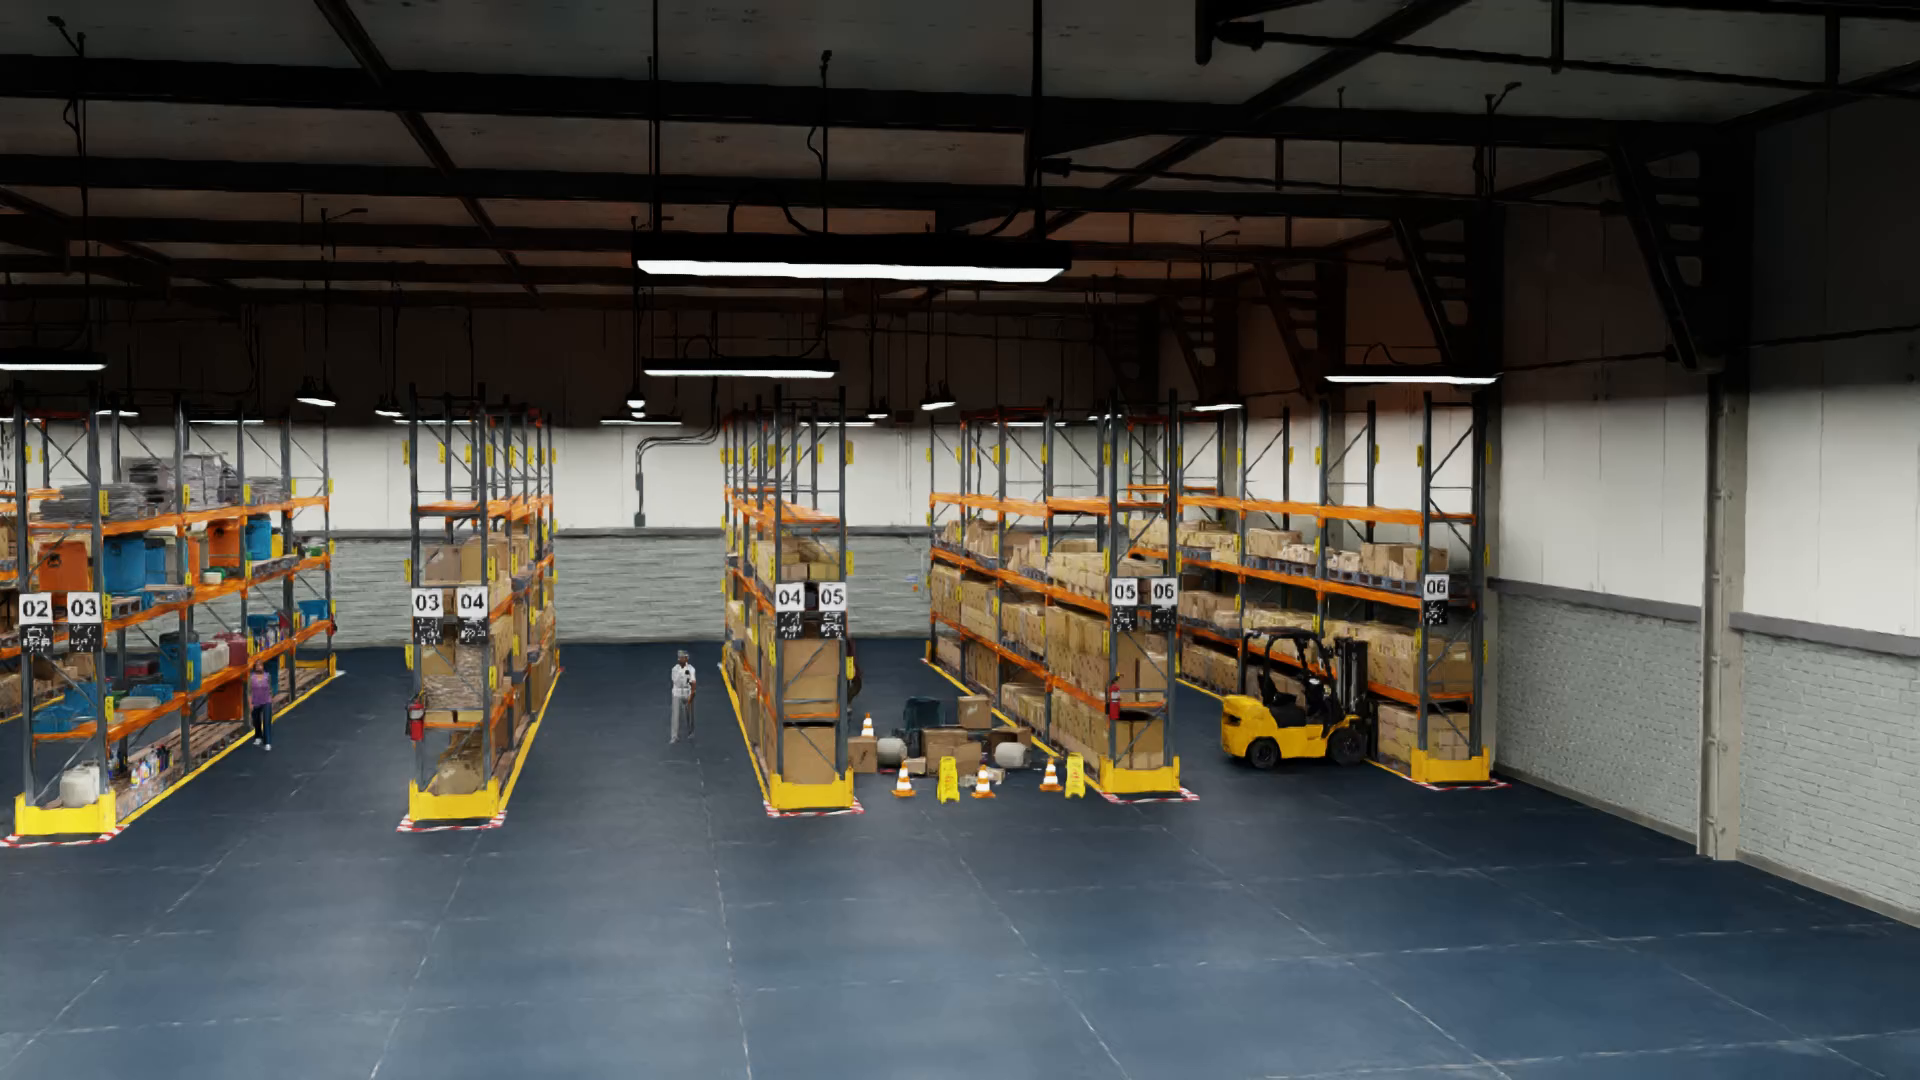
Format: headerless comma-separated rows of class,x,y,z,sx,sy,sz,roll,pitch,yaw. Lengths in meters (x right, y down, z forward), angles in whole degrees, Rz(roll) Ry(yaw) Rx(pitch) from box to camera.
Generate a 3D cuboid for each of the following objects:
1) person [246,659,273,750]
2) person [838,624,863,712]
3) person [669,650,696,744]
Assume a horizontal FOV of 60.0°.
person,-11.941,2.783,28.364,0.412,1.533,0.955,-1,3,-19
person,-2.196,2.474,32.347,0.511,1.773,0.623,-3,4,-41
person,-4.812,2.706,28.974,0.443,1.623,1.000,0,3,-2
